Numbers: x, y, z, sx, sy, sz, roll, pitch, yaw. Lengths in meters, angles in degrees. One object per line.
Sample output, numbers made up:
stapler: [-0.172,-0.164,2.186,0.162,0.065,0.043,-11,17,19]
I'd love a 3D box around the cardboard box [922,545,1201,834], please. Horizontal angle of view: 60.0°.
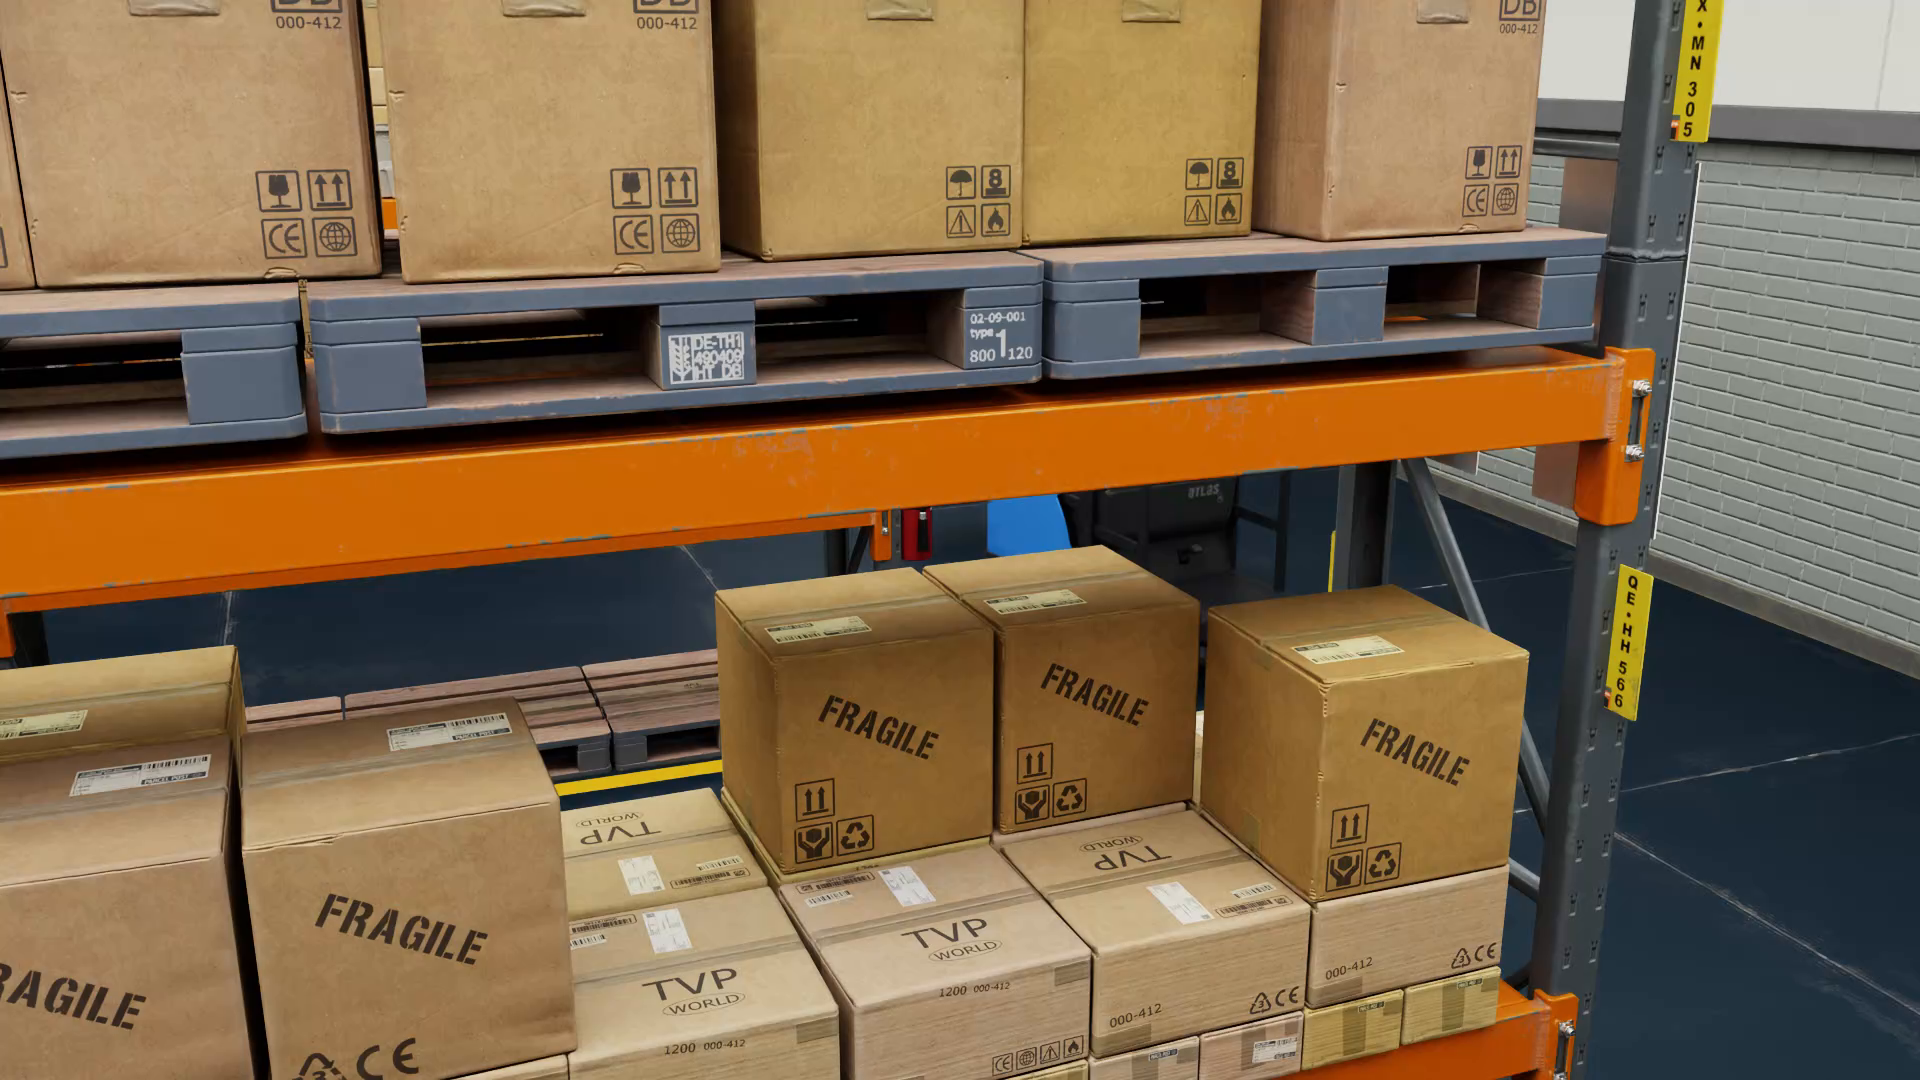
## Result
cardboard box: [0.232,0.341,4.019,0.500,0.500,0.500,-7,18,-21]

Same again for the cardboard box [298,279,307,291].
cardboard box: [-4.530,-2.064,11.852,0.500,0.500,0.500,-7,18,-22]

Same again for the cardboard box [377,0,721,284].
cardboard box: [-0.740,-0.752,2.912,0.500,0.500,0.700,-5,17,-18]

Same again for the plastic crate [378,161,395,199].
plastic crate: [-2.370,-1.598,7.360,0.530,0.136,0.437,-6,17,-20]

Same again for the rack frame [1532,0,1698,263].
rack frame: [1.243,-2.134,3.395,0.127,3.000,1.000,-6,17,-20]

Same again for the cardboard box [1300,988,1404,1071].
cardboard box: [0.787,1.014,3.767,0.250,0.149,0.380,-6,17,-20]

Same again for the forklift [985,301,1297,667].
forklift: [1.317,-0.757,9.473,1.130,2.935,3.031,-9,19,-28]

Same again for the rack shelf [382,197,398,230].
rack shelf: [-2.396,-1.451,7.670,4.000,0.370,1.077,-6,17,-20]

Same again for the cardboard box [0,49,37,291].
cardboard box: [-1.782,-0.684,2.679,0.500,0.500,0.700,-7,18,-23]

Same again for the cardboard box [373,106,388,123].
cardboard box: [-4.089,-2.961,11.800,0.500,0.250,0.500,-6,17,-20]

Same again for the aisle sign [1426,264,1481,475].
aisle sign: [1.203,-0.589,4.167,0.004,0.787,0.394,-6,17,-20]

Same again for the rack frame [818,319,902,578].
rack frame: [-0.529,-0.559,8.678,0.127,3.000,1.000,-6,17,-20]

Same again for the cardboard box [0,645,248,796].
cardboard box: [-1.689,0.551,3.306,0.500,0.500,0.500,-6,17,-20]

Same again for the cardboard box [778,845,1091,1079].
cardboard box: [-0.063,0.895,3.467,0.500,0.250,0.500,-7,18,-22]

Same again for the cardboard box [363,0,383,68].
cardboard box: [-4.198,-3.641,11.897,0.500,0.500,0.700,-6,17,-20]

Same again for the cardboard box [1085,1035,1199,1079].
cardboard box: [0.317,1.064,3.597,0.250,0.149,0.380,-6,17,-19]

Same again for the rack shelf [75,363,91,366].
rack shelf: [-7.901,-0.912,11.158,4.000,0.370,1.077,-6,17,-20]

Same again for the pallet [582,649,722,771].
pallet: [-1.313,0.852,8.822,1.213,0.211,1.003,-6,17,-20]

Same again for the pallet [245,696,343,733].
pallet: [-3.591,1.098,7.984,1.213,0.211,1.003,-6,17,-20]

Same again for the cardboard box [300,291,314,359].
cardboard box: [-4.515,-1.589,12.009,0.500,0.500,0.500,-6,17,-20]

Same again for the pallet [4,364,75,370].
pallet: [-6.818,-1.315,11.594,1.213,0.211,1.003,-6,17,-20]

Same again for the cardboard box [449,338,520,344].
cardboard box: [-3.570,-1.692,12.358,0.500,0.500,0.500,-6,17,-20]

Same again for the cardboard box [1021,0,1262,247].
cardboard box: [0.208,-0.901,3.418,0.500,0.500,0.700,-7,18,-22]

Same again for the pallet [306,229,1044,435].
pallet: [-0.587,-0.451,3.143,1.213,0.211,1.003,-6,17,-20]

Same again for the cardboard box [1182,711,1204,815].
cardboard box: [0.699,0.651,4.296,0.500,0.250,0.500,-7,18,-22]

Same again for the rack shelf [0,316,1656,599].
rack shelf: [-0.624,-0.148,3.232,4.000,0.370,1.077,-6,17,-20]

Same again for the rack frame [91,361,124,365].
rack frame: [-6.033,-1.459,11.744,0.127,3.000,1.000,-6,17,-20]

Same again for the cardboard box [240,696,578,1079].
cardboard box: [-1.006,0.635,3.021,0.500,0.500,0.500,-7,18,-22]

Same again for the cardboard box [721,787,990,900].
cardboard box: [-0.255,0.755,3.943,0.500,0.250,0.500,-7,18,-22]

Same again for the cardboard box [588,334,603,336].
cardboard box: [-2.619,-1.794,12.705,0.500,0.500,0.500,-6,17,-18]

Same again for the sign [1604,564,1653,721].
sign: [1.425,0.219,3.553,0.005,0.325,0.100,-6,17,-20]

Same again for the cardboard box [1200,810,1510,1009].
cardboard box: [0.886,0.792,3.815,0.500,0.250,0.500,-6,18,-21]

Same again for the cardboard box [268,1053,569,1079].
cardboard box: [-1.011,0.996,3.122,0.500,0.250,0.500,-6,17,-19]
